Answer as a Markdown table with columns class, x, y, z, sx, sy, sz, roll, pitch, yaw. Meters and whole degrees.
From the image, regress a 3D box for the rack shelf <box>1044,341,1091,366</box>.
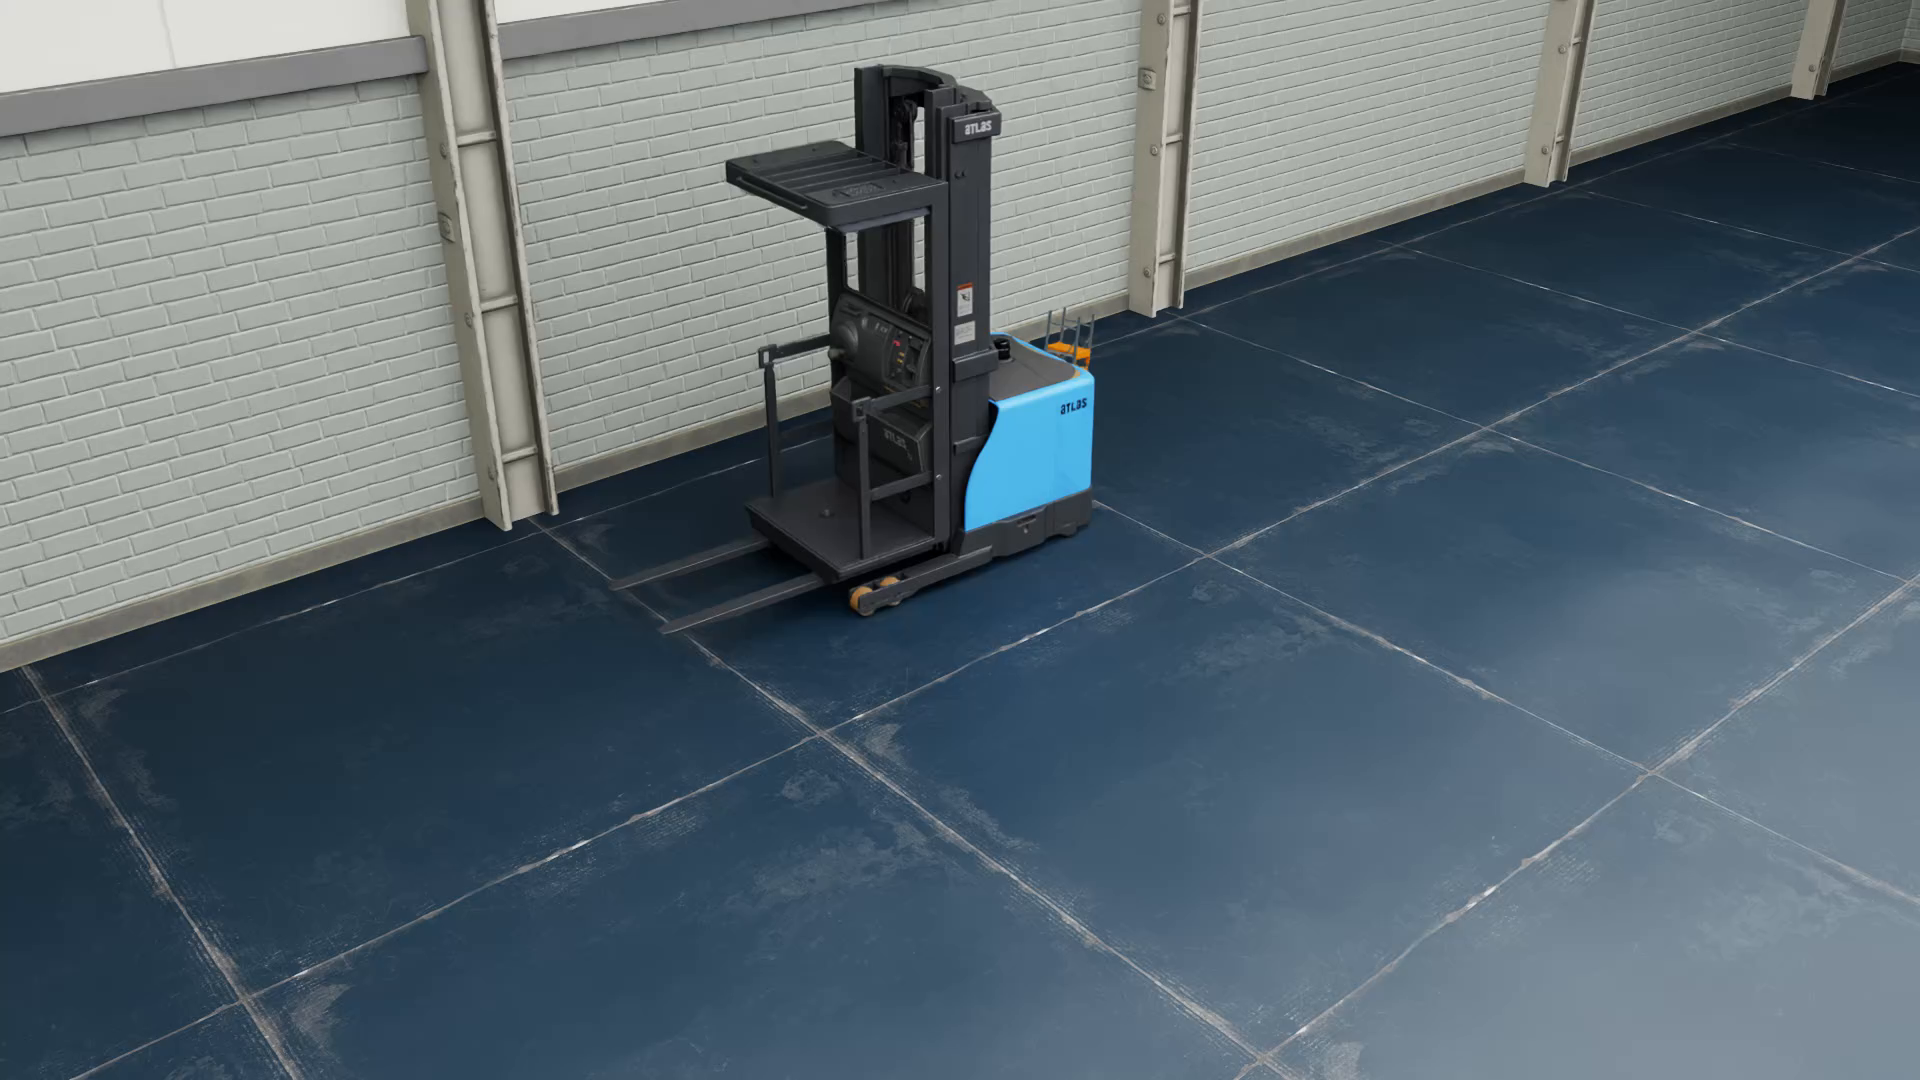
| class | x | y | z | sx | sy | sz | roll | pitch | yaw |
| --- | --- | --- | --- | --- | --- | --- | --- | --- | --- |
| rack shelf | 0.703 | -1.222 | 10.947 | 0.258 | 0.103 | 0.180 | 18 | 23 | 30 |

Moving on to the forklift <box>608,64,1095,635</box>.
| class | x | y | z | sx | sy | sz | roll | pitch | yaw |
| --- | --- | --- | --- | --- | --- | --- | --- | --- | --- |
| forklift | -0.634 | -1.132 | 9.616 | 3.031 | 2.935 | 1.130 | -20 | 34 | -32 |

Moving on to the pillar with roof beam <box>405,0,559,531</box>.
| class | x | y | z | sx | sy | sz | roll | pitch | yaw |
| --- | --- | --- | --- | --- | --- | --- | --- | --- | --- |
| pillar with roof beam | -0.089 | -2.597 | 5.919 | 0.400 | 9.000 | 9.100 | -22 | 35 | -35 |

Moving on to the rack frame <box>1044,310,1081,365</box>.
| class | x | y | z | sx | sy | sz | roll | pitch | yaw |
| --- | --- | --- | --- | --- | --- | --- | --- | --- | --- |
| rack frame | 0.620 | -0.906 | 10.980 | 0.240 | 1.200 | 0.006 | 18 | 23 | 30 |

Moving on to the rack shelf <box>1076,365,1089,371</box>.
| class | x | y | z | sx | sy | sz | roll | pitch | yaw |
| --- | --- | --- | --- | --- | --- | --- | --- | --- | --- |
| rack shelf | 0.691 | -1.110 | 10.988 | 0.258 | 0.103 | 0.180 | 18 | 23 | 30 |

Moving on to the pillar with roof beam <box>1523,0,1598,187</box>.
| class | x | y | z | sx | sy | sz | roll | pitch | yaw |
| --- | --- | --- | --- | --- | --- | --- | --- | --- | --- |
| pillar with roof beam | 9.040 | -6.267 | 12.789 | 0.400 | 9.000 | 9.100 | -22 | 35 | -35 |

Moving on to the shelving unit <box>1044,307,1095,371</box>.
| class | x | y | z | sx | sy | sz | roll | pitch | yaw |
| --- | --- | --- | --- | --- | --- | --- | --- | --- | --- |
| shelving unit | 0.672 | -0.927 | 11.053 | 0.258 | 1.200 | 0.189 | 18 | 23 | 30 |

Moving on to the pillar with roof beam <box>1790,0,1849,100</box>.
| class | x | y | z | sx | sy | sz | roll | pitch | yaw |
| --- | --- | --- | --- | --- | --- | --- | --- | --- | --- |
| pillar with roof beam | 13.605 | -8.103 | 16.223 | 0.400 | 9.000 | 9.100 | -22 | 35 | -35 |

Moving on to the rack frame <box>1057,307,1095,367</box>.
| class | x | y | z | sx | sy | sz | roll | pitch | yaw |
| --- | --- | --- | --- | --- | --- | --- | --- | --- | --- |
| rack frame | 0.723 | -0.947 | 11.126 | 0.240 | 1.200 | 0.006 | 18 | 23 | 30 |

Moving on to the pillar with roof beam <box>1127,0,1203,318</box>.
| class | x | y | z | sx | sy | sz | roll | pitch | yaw |
| --- | --- | --- | --- | --- | --- | --- | --- | --- | --- |
| pillar with roof beam | 4.476 | -4.432 | 9.354 | 0.400 | 9.000 | 9.100 | -22 | 35 | -35 |
